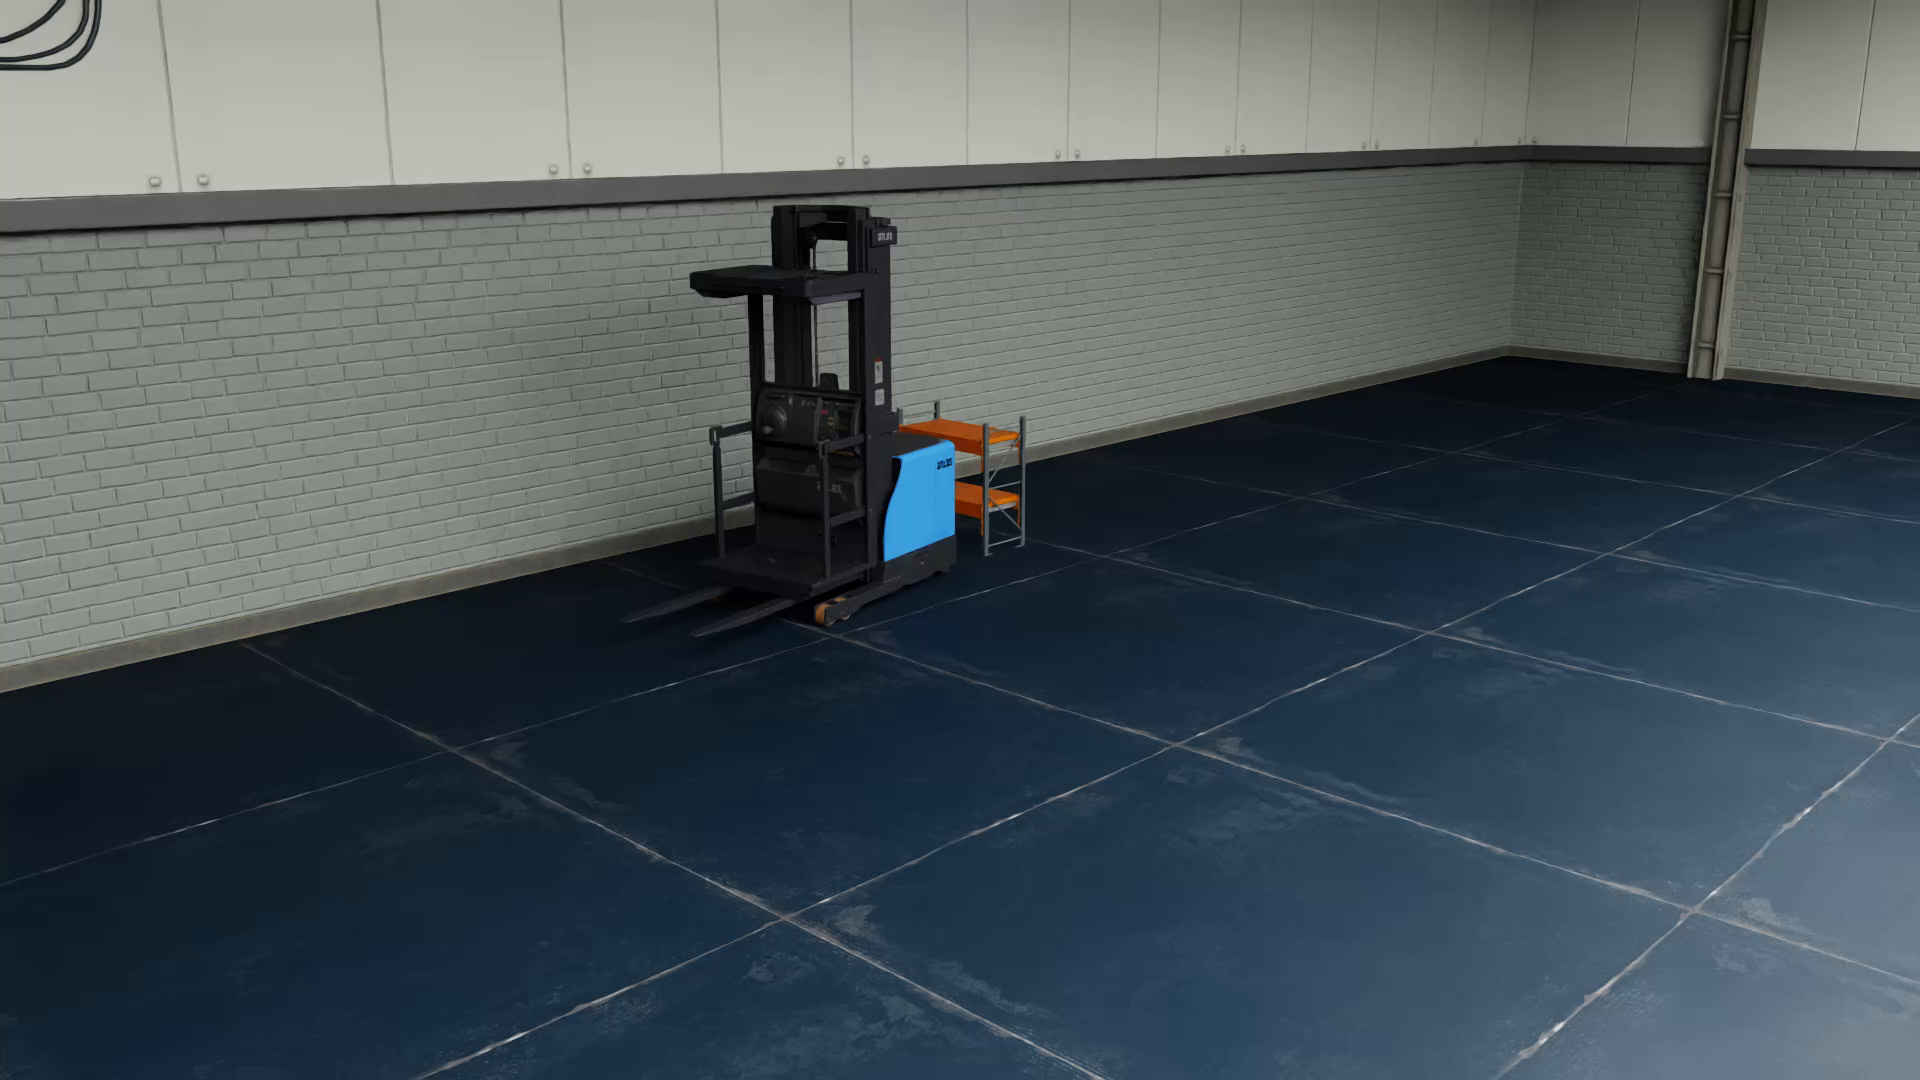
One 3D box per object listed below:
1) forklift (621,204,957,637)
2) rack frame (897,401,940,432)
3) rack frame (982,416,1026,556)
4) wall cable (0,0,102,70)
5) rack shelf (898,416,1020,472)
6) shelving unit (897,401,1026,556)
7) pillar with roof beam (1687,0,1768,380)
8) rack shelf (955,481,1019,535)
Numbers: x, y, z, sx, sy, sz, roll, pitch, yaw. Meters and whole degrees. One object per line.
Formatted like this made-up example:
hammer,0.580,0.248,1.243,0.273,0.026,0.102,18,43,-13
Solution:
forklift,-1.239,-0.926,12.173,1.130,2.935,3.031,9,17,31
rack frame,-0.361,-0.632,14.627,0.032,1.125,0.500,14,20,42
rack frame,0.371,-0.454,13.944,0.032,1.125,0.500,14,20,42
wall cable,-6.123,-5.012,9.077,0.169,6.003,2.305,14,20,42
rack shelf,0.005,-0.826,14.212,1.000,0.278,0.538,14,20,42
shelving unit,0.005,-0.543,14.286,1.048,1.125,0.538,14,20,42
pillar with roof beam,7.355,-5.827,18.948,0.400,9.000,9.100,14,20,42
rack shelf,0.005,-0.307,14.347,1.000,0.278,0.538,14,20,42
